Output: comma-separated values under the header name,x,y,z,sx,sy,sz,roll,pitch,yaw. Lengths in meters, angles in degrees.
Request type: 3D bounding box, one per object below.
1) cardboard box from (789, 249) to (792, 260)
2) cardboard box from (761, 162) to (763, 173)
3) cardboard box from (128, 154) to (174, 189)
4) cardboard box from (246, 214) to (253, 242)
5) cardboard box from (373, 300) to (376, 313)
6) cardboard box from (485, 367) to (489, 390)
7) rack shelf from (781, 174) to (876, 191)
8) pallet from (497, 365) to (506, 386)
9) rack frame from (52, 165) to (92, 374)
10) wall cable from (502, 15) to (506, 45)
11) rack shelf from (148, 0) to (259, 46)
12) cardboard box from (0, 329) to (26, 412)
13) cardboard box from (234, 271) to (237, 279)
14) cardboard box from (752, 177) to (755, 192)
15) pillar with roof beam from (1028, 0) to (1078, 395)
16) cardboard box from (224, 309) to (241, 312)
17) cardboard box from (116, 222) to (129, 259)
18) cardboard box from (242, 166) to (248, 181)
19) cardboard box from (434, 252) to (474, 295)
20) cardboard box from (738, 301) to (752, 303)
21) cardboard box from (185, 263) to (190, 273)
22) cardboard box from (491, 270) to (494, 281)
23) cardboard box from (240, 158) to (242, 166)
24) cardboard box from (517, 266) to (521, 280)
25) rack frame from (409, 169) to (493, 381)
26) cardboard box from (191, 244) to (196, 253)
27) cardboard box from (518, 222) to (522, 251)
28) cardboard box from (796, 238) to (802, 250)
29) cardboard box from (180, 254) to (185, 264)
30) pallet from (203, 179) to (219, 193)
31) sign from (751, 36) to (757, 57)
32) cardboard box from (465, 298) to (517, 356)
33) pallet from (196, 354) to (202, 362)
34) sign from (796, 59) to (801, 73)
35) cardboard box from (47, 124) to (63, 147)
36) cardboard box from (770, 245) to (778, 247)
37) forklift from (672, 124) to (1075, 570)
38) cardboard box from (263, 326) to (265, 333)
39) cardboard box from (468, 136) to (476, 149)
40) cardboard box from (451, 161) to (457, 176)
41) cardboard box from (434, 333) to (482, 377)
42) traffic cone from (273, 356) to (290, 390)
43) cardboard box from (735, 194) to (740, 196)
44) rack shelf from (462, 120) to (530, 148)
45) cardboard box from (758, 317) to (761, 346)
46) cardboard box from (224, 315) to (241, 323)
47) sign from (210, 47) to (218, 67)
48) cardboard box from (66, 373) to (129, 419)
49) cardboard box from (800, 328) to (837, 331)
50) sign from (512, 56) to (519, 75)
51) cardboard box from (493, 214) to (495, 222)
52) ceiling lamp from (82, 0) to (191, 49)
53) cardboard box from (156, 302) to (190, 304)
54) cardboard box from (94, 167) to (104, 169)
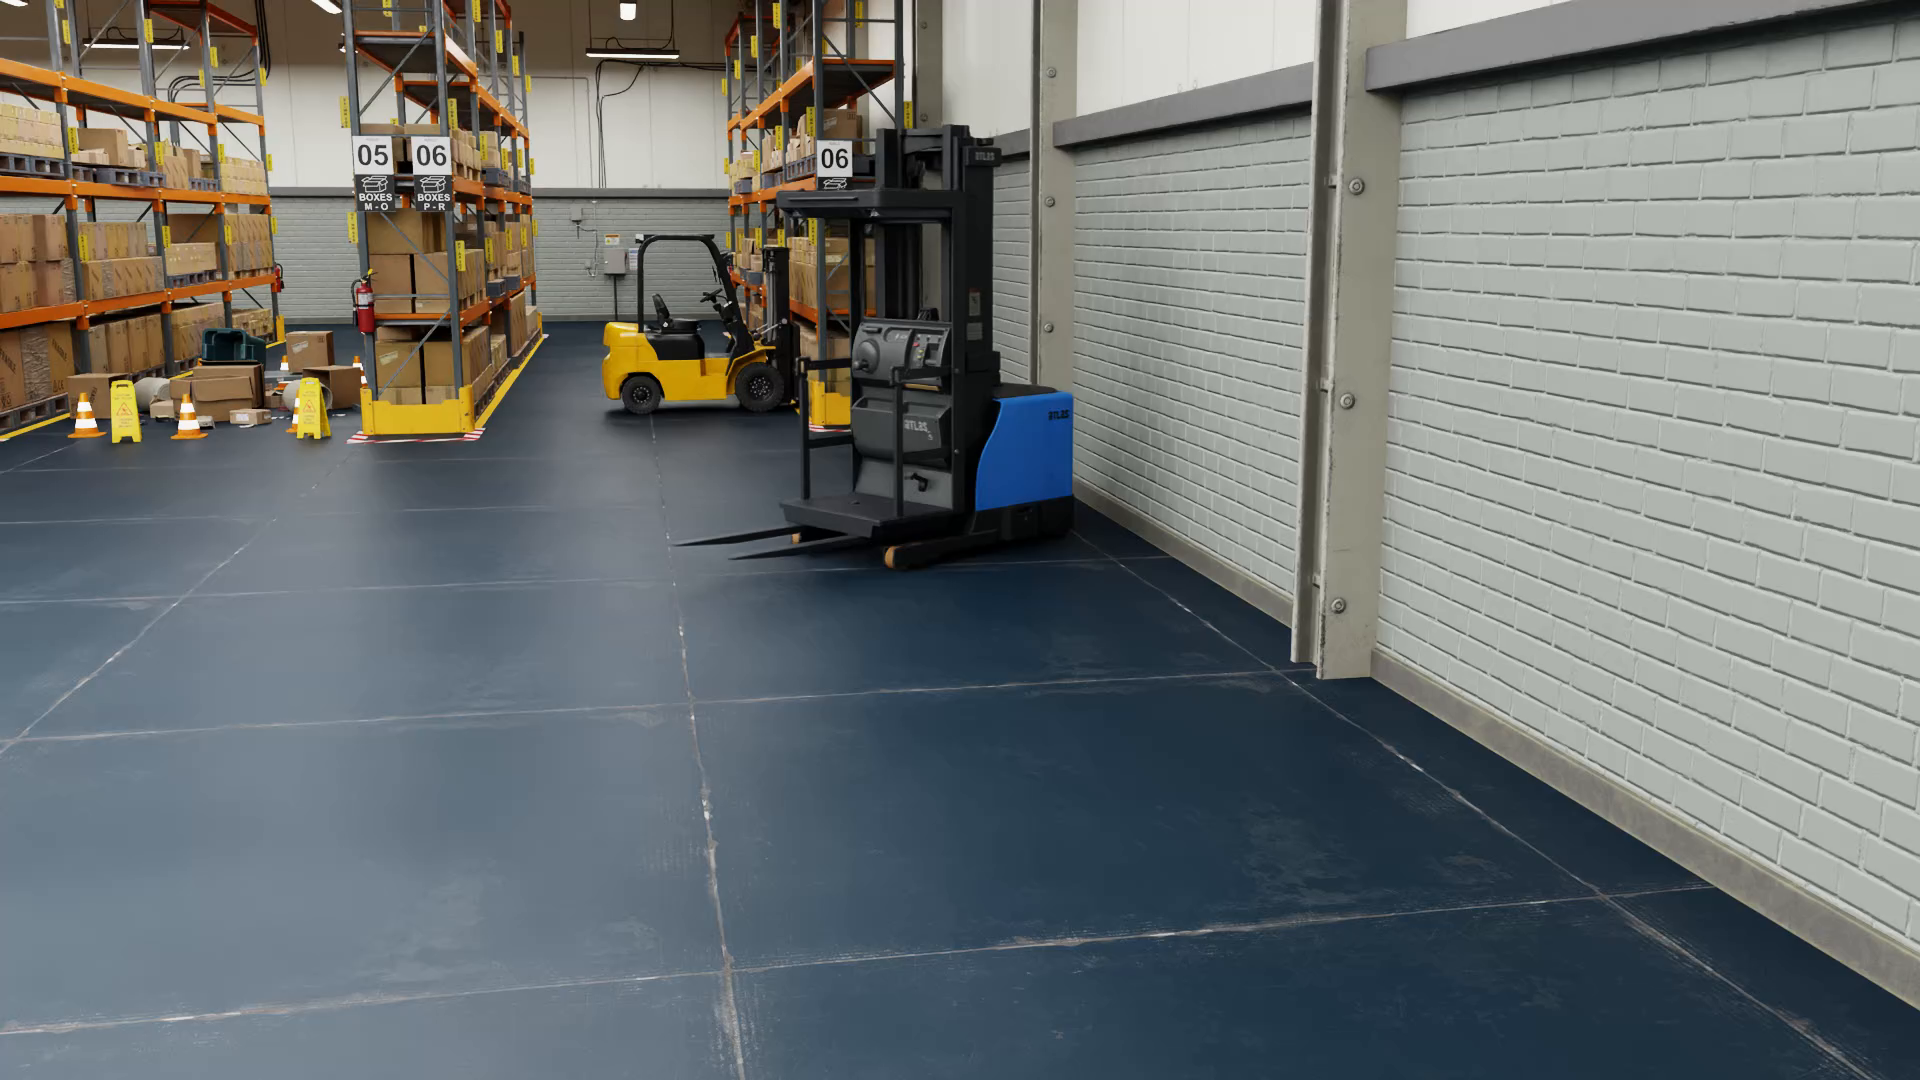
name,x,y,z,sx,sy,sz,roll,pitch,yaw
cardboard box,-2.110,-3.879,22.554,0.380,0.149,0.250,-2,11,-12
cardboard box,-2.922,-5.852,26.134,0.380,0.166,0.250,-2,11,-11
cardboard box,-12.246,-5.571,25.152,0.500,0.500,0.500,-2,11,-11
cardboard box,-13.304,-5.727,30.529,0.500,0.500,0.500,-3,11,-13
cardboard box,-6.445,-2.645,18.741,0.380,0.149,0.250,-2,11,-12
cardboard box,-6.290,-2.058,21.218,0.500,0.250,0.500,-2,11,-13
rack shelf,-1.525,-4.333,20.841,1.077,0.370,4.000,-2,11,-11
pallet,-7.176,-2.396,24.218,1.003,0.211,1.213,-2,11,-11
rack frame,-11.618,-3.200,20.986,1.000,3.000,0.127,-2,11,-11
wall cable,-11.526,-12.783,37.639,2.355,3.000,0.029,-2,11,-11
rack shelf,-13.563,-9.260,29.818,1.077,0.370,4.000,-2,11,-11
cardboard box,-11.210,-1.912,18.780,0.875,0.875,0.875,-2,11,-12
cardboard box,-13.181,-4.749,29.799,0.380,0.149,0.250,-3,11,-14
cardboard box,-3.226,-5.982,27.984,0.500,0.250,0.500,-2,11,-11
pillar with roof beam,-3.443,-4.697,12.805,9.100,9.000,0.400,-2,11,-11
cardboard box,-14.012,-4.344,31.909,0.380,0.149,0.250,-2,11,-10
cardboard box,-12.117,-4.204,23.322,0.700,0.500,0.500,-2,11,-12
cardboard box,-13.328,-6.690,30.366,0.500,0.250,0.500,-3,11,-13
cardboard box,-6.028,-3.145,19.636,0.500,0.500,0.500,-2,11,-12
cardboard box,-4.222,-4.645,34.131,0.797,0.503,0.637,-3,11,-13
cardboard box,-12.545,-4.349,26.572,0.380,0.149,0.250,-2,11,-10
cardboard box,-6.619,-3.640,22.849,0.380,0.149,0.250,-2,11,-10
cardboard box,-13.265,-6.861,30.197,0.380,0.149,0.250,-2,11,-13
cardboard box,-7.905,-4.625,28.877,0.500,0.250,0.500,-2,11,-12
rack frame,-6.782,-3.398,22.029,1.000,3.000,0.127,-2,11,-11
cardboard box,-12.652,-4.737,27.018,0.380,0.149,0.250,-3,11,-14
cardboard box,-8.005,-5.333,29.253,0.500,0.500,0.500,-2,11,-9
cardboard box,-1.919,-3.836,21.528,0.380,0.149,0.250,-2,11,-12
cardboard box,-12.500,-4.449,26.302,0.380,0.149,0.250,-2,11,-11
pallet,-13.158,-5.931,27.817,1.213,0.211,1.003,-2,11,-11
sign,-3.222,-7.737,26.067,0.100,0.325,0.005,-2,11,-11
cardboard box,-7.613,-3.424,26.725,0.875,0.875,0.875,-2,11,-12
pallet,-12.780,-2.930,27.028,1.003,0.211,1.213,-2,11,-11
sign,-2.927,-8.552,30.139,0.100,0.325,0.005,-2,11,-11
cardboard box,-11.270,-4.920,20.218,0.500,0.250,0.500,-2,11,-12
cardboard box,-2.727,-4.469,25.653,0.380,0.149,0.250,-2,11,-10
forklift,-0.563,-1.345,11.423,3.031,2.935,1.130,-10,15,-43
cardboard box,-13.529,-4.023,31.810,0.380,0.149,0.250,-2,11,-11
cardboard box,-6.238,-4.951,20.705,0.380,0.149,0.250,-2,11,-9
cardboard box,-5.750,-4.088,18.300,0.380,0.149,0.250,-2,11,-11
cardboard box,-6.090,-2.239,20.164,0.500,0.500,0.500,-2,11,-10
traffic cone,-9.434,-2.346,23.282,0.336,0.463,0.334,-2,11,-11
cardboard box,-4.158,-6.734,32.201,0.380,0.149,0.250,-2,11,-10
rack shelf,-8.727,-7.630,31.209,1.077,0.370,4.000,-2,11,-11
cardboard box,-3.176,-3.549,28.385,0.500,0.500,0.500,-2,11,-9
cardboard box,-13.204,-3.980,29.996,0.380,0.149,0.250,-2,11,-12
sign,-12.631,-8.172,28.144,0.100,0.325,0.005,-2,11,-11
cardboard box,-10.309,-1.726,19.920,0.500,0.500,0.500,0,11,-1
cardboard box,-1.835,-2.545,21.100,0.500,0.250,0.500,-2,11,-12
sign,-7.808,-8.332,29.198,0.100,0.325,0.005,-2,11,-11
cardboard box,-8.694,-5.868,30.328,0.380,0.149,0.250,-2,11,-11
ceiling lamp,-16.872,-11.638,33.663,2.000,3.185,0.800,-2,11,-11
cardboard box,-13.289,-3.869,28.057,0.500,0.250,0.500,-3,11,-14
cardboard box,-12.471,-5.478,23.780,0.500,0.311,0.500,-2,11,-11
